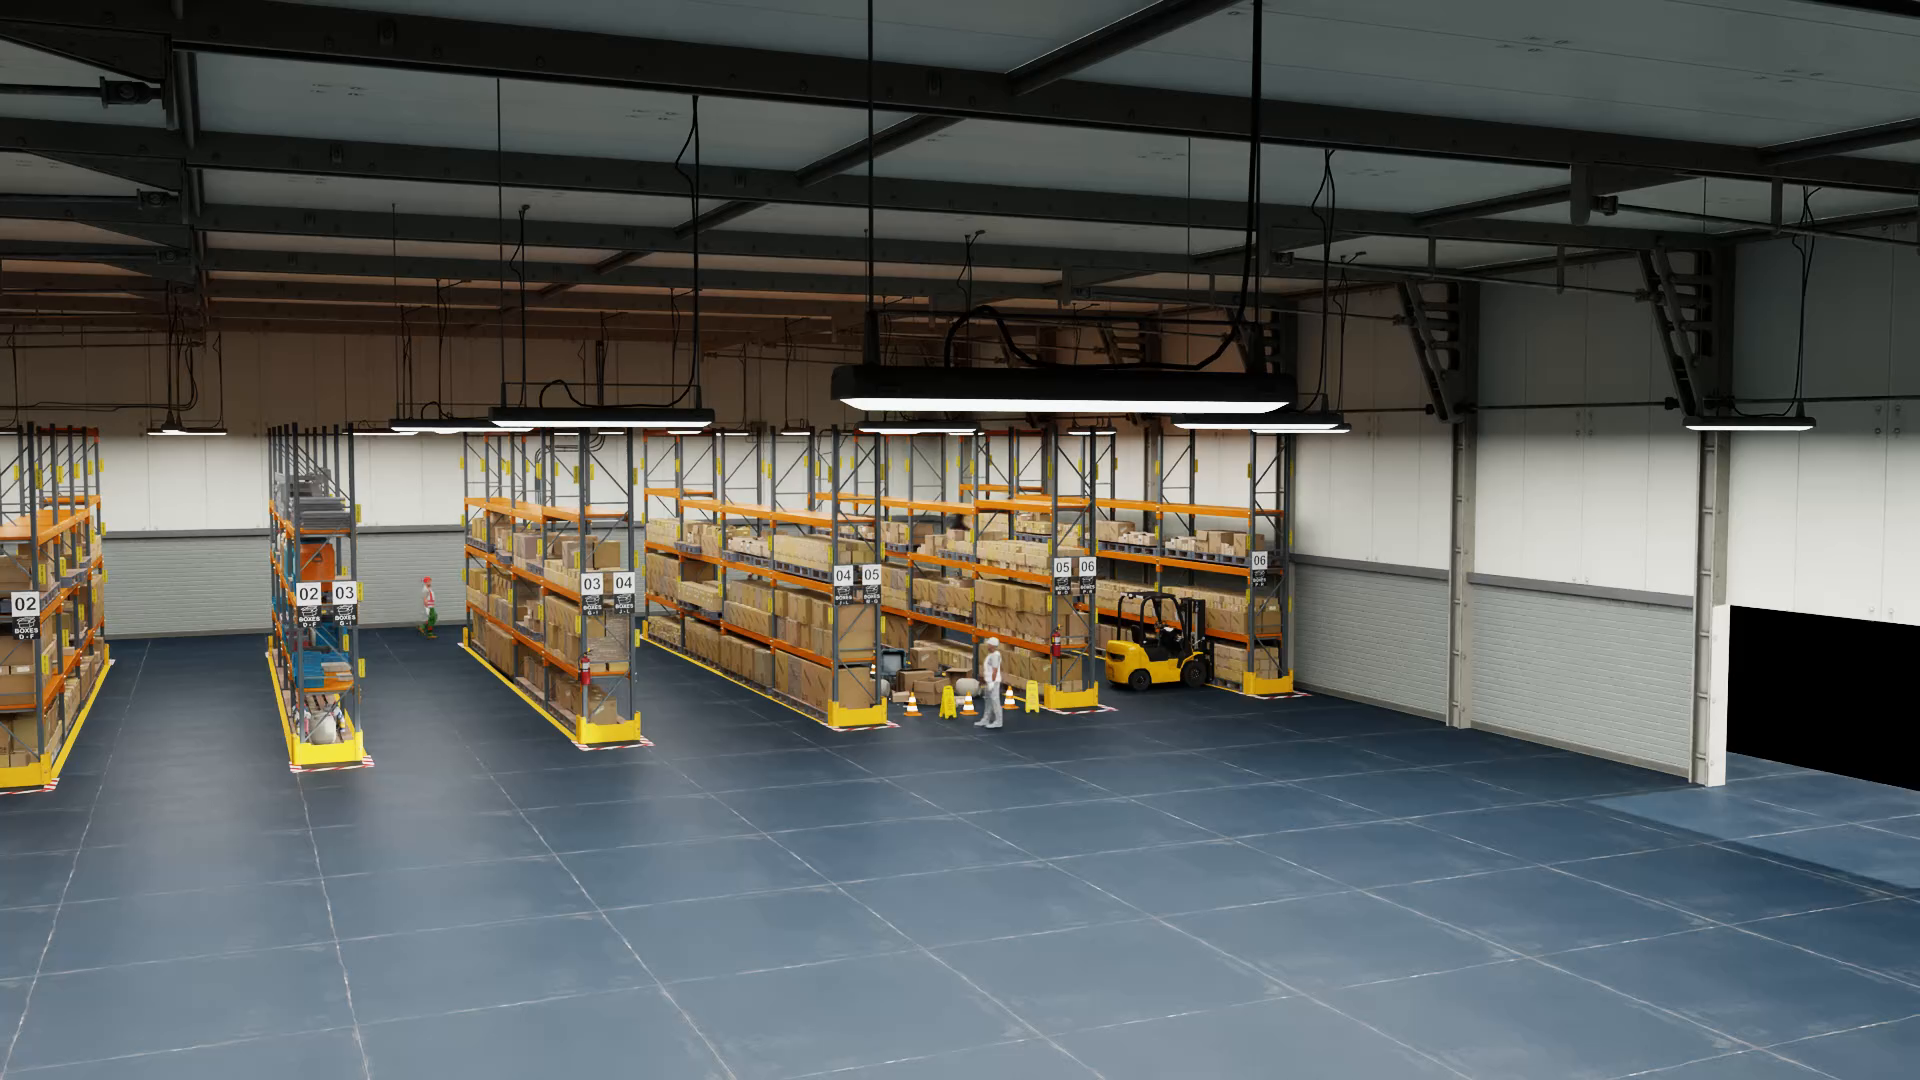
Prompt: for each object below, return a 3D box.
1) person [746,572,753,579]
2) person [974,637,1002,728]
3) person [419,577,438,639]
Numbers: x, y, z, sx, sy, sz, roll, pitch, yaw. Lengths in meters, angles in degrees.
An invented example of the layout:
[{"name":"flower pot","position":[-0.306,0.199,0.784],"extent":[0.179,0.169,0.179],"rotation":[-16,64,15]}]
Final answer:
[{"name":"person","position":[-6.258,1.835,49.424],"extent":[0.629,1.817,0.504],"rotation":[1,4,13]},{"name":"person","position":[0.565,2.814,32.915],"extent":[0.519,1.796,0.620],"rotation":[-1,4,-8]},{"name":"person","position":[-15.161,1.927,47.369],"extent":[0.535,1.773,0.600],"rotation":[-1,4,-19]}]
